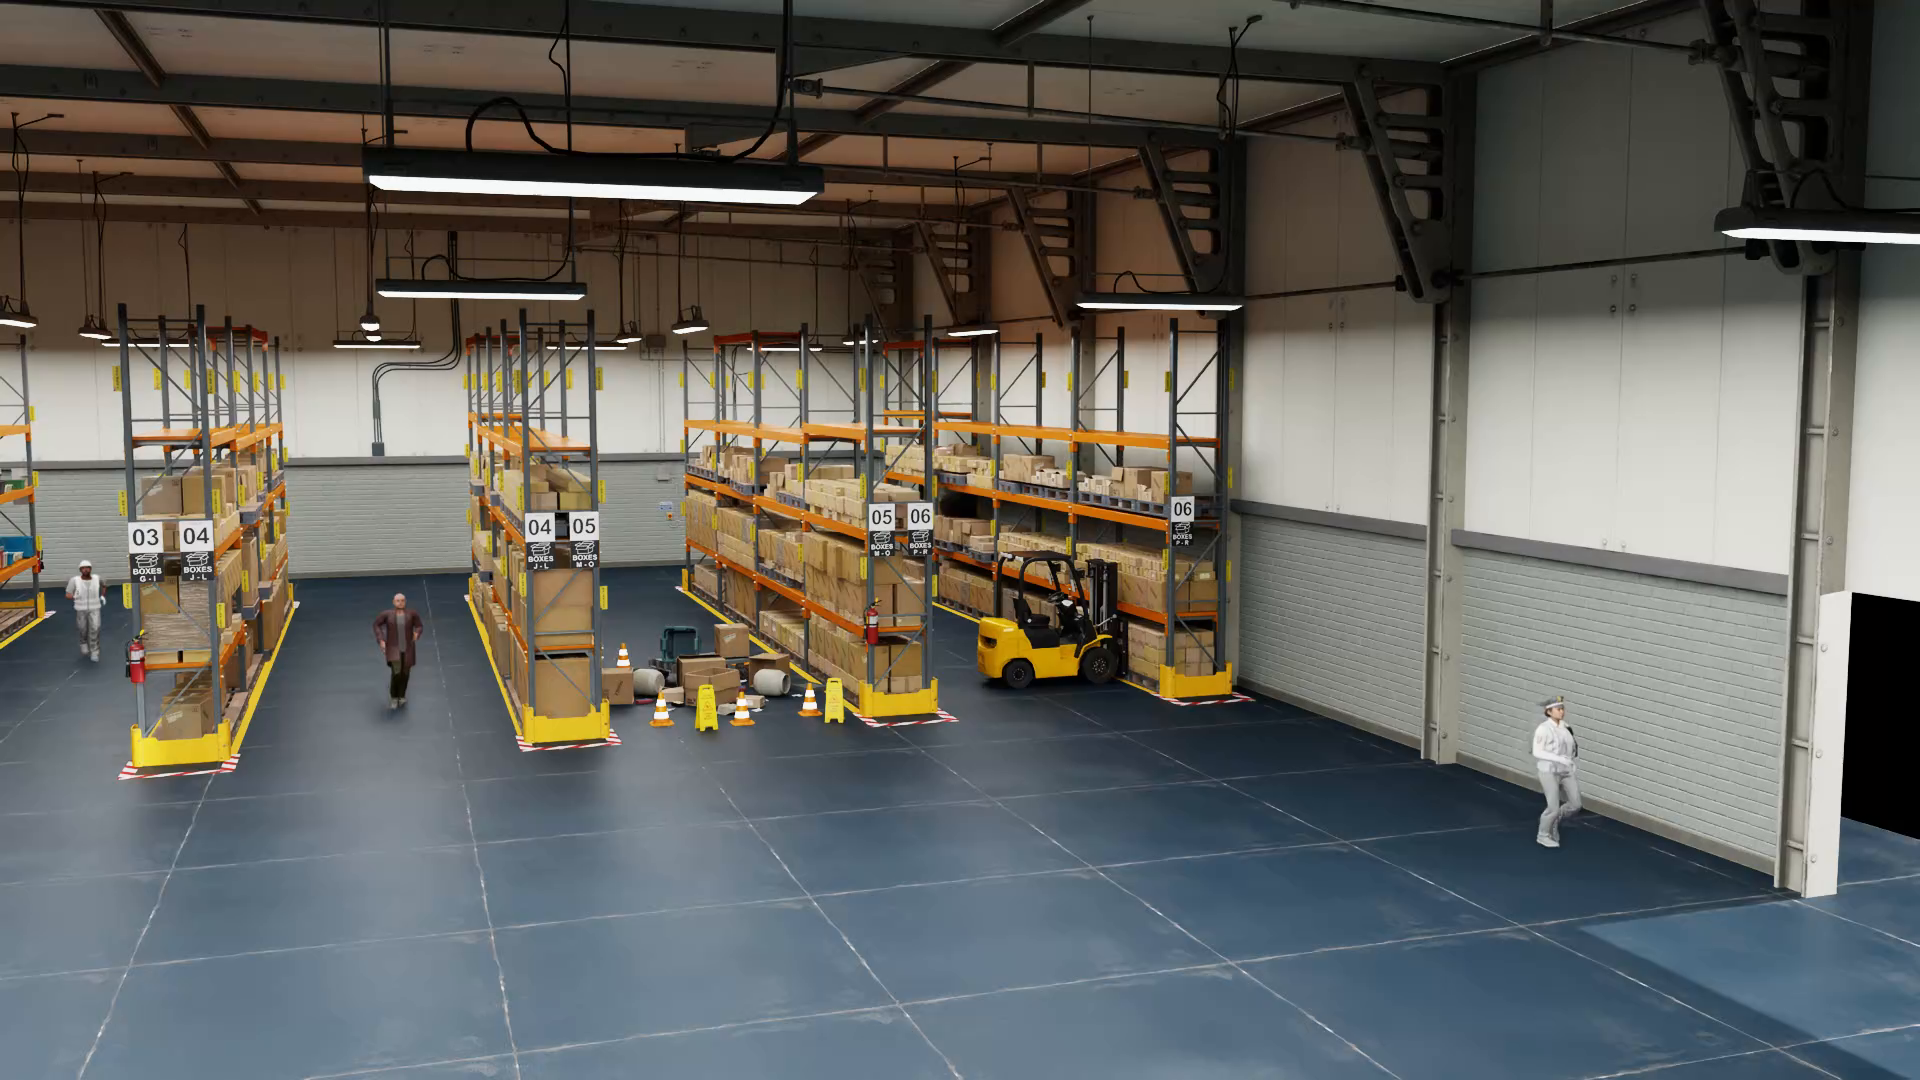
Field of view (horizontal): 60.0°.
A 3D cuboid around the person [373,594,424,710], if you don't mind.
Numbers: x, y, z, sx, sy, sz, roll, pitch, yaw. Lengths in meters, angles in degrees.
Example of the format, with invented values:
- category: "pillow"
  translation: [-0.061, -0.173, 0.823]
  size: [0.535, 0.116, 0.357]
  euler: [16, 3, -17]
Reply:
- category: "person"
  translation: [-8.578, 1.714, 25.525]
  size: [0.701, 1.792, 0.766]
  euler: [-3, 6, -31]

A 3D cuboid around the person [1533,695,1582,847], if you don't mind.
- category: "person"
  translation: [6.423, 2.485, 17.777]
  size: [0.602, 1.650, 0.554]
  euler: [-3, 6, -25]

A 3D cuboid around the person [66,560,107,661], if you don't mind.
- category: "person"
  translation: [-15.674, 1.253, 29.882]
  size: [0.681, 1.775, 0.982]
  euler: [-4, 6, -33]
